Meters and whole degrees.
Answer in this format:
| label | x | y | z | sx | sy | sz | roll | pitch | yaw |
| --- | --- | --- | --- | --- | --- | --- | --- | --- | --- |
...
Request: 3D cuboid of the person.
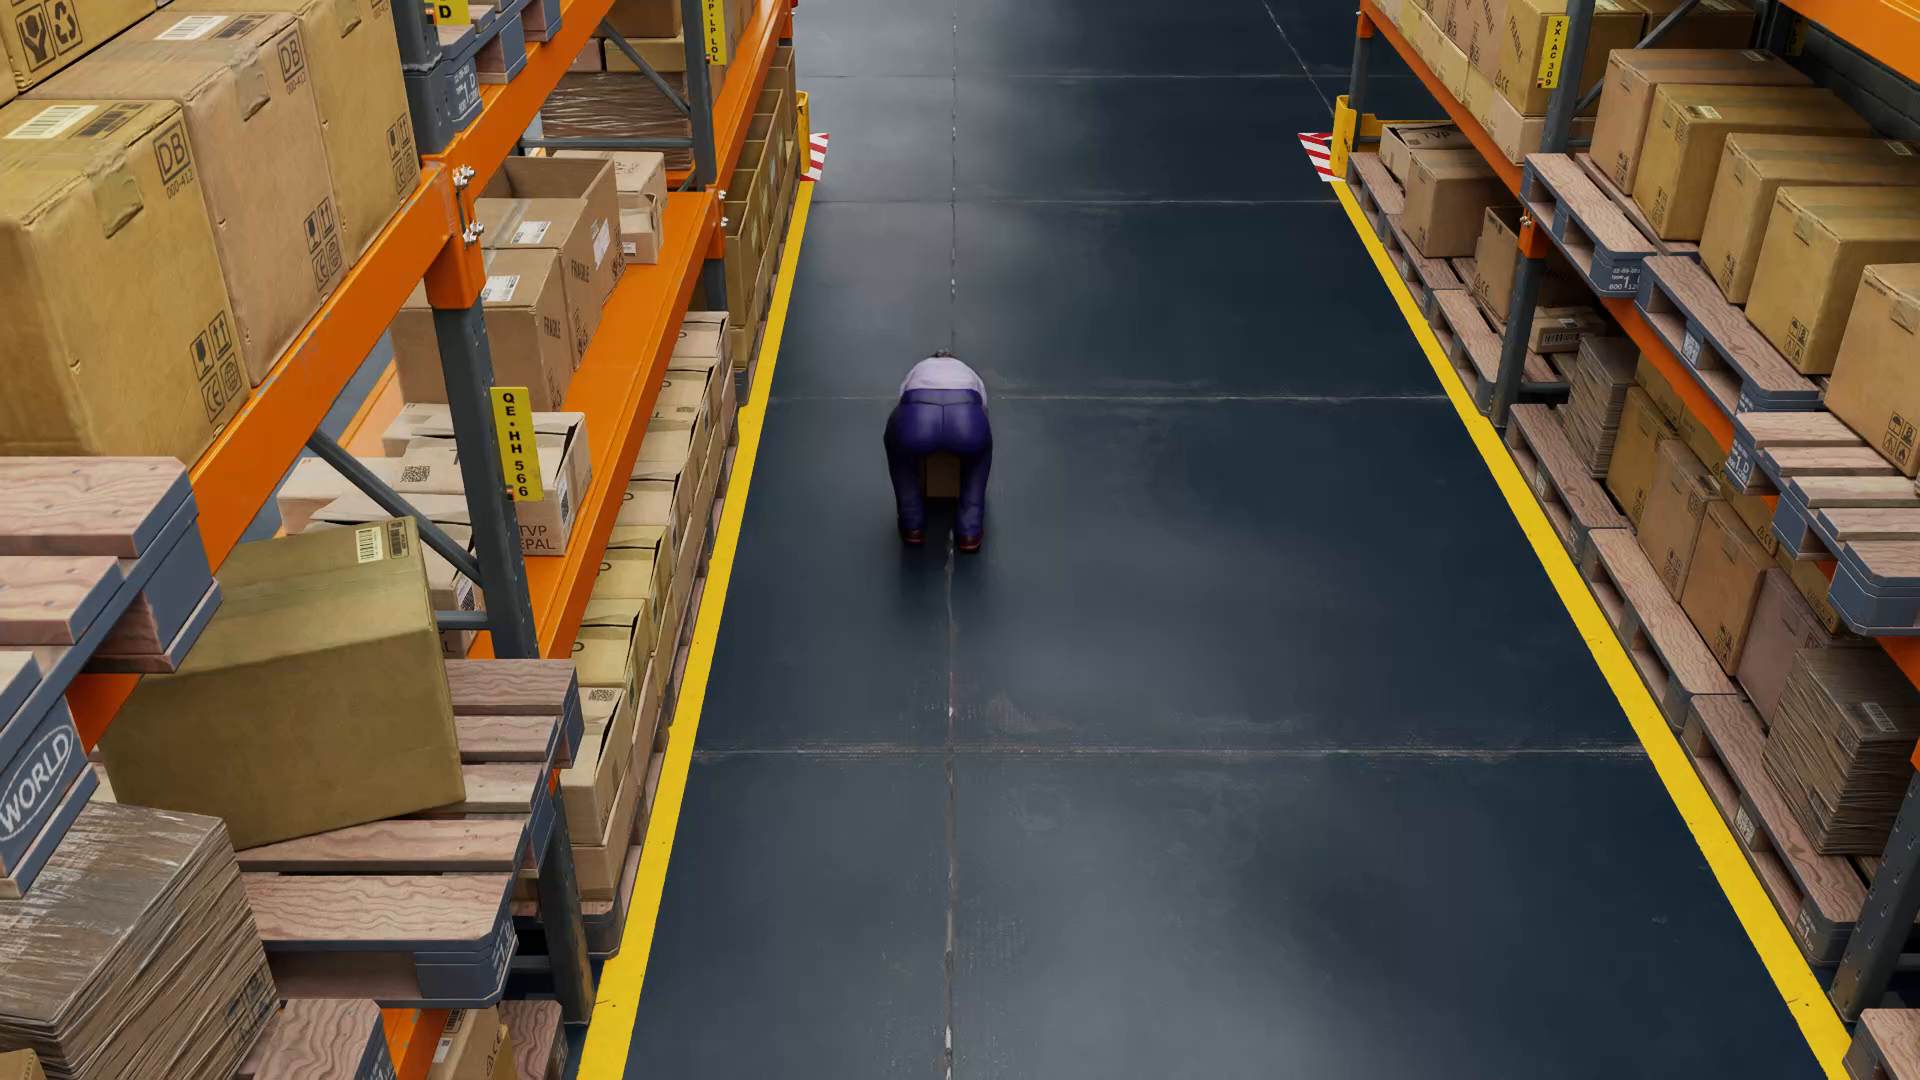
| label | x | y | z | sx | sy | sz | roll | pitch | yaw |
| --- | --- | --- | --- | --- | --- | --- | --- | --- | --- |
| person | -0.098 | -0.454 | 7.640 | 0.508 | 0.855 | 0.898 | -2 | 32 | -3 |
